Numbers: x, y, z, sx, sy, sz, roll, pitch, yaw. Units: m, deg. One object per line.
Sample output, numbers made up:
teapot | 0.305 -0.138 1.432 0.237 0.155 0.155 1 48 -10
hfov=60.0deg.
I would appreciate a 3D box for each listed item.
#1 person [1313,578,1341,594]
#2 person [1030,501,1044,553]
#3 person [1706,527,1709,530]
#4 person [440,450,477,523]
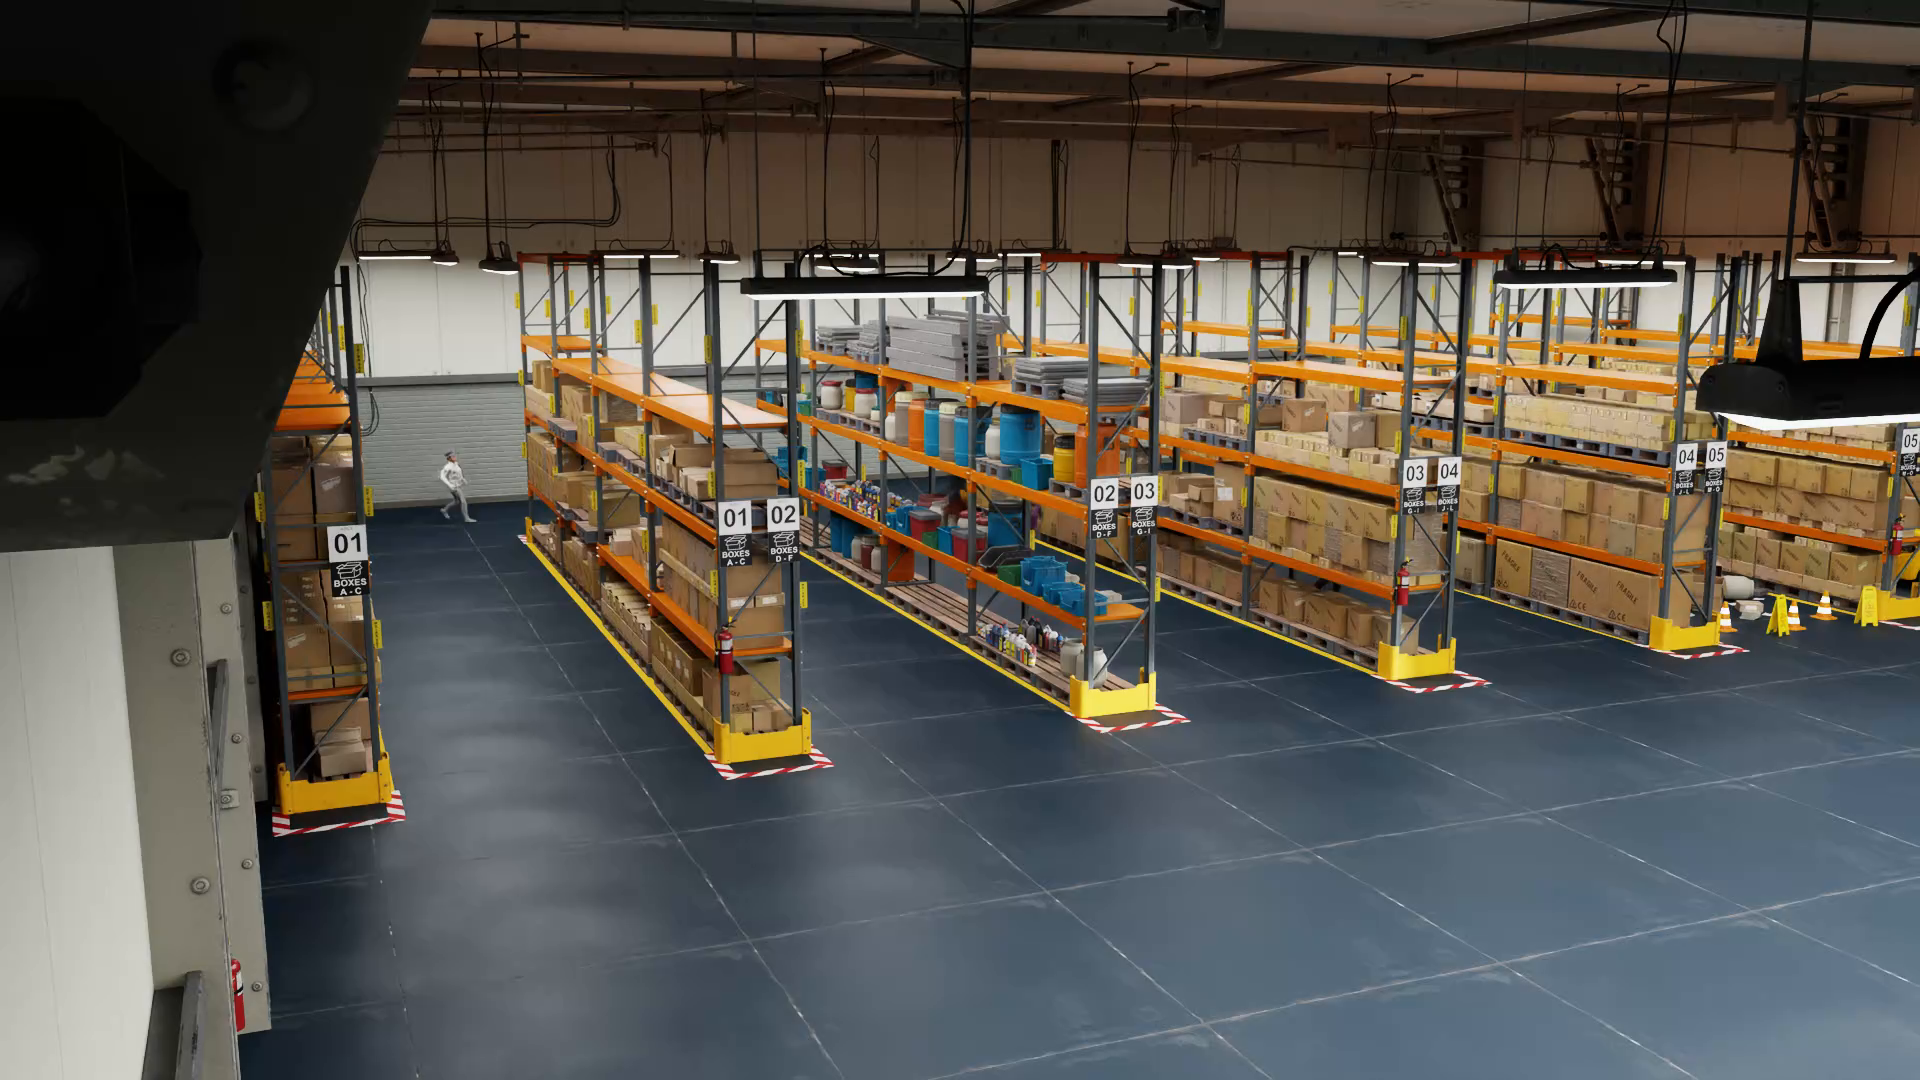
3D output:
person | 6.594 0.298 29.094 0.637 1.526 1.117 -4 11 -21
person | 1.339 -0.289 32.426 0.543 1.389 0.994 -1 10 -6
person | 15.172 -0.701 33.944 0.592 1.660 0.963 -7 12 -34
person | -11.217 -1.183 36.886 0.847 1.656 0.645 1 10 4
